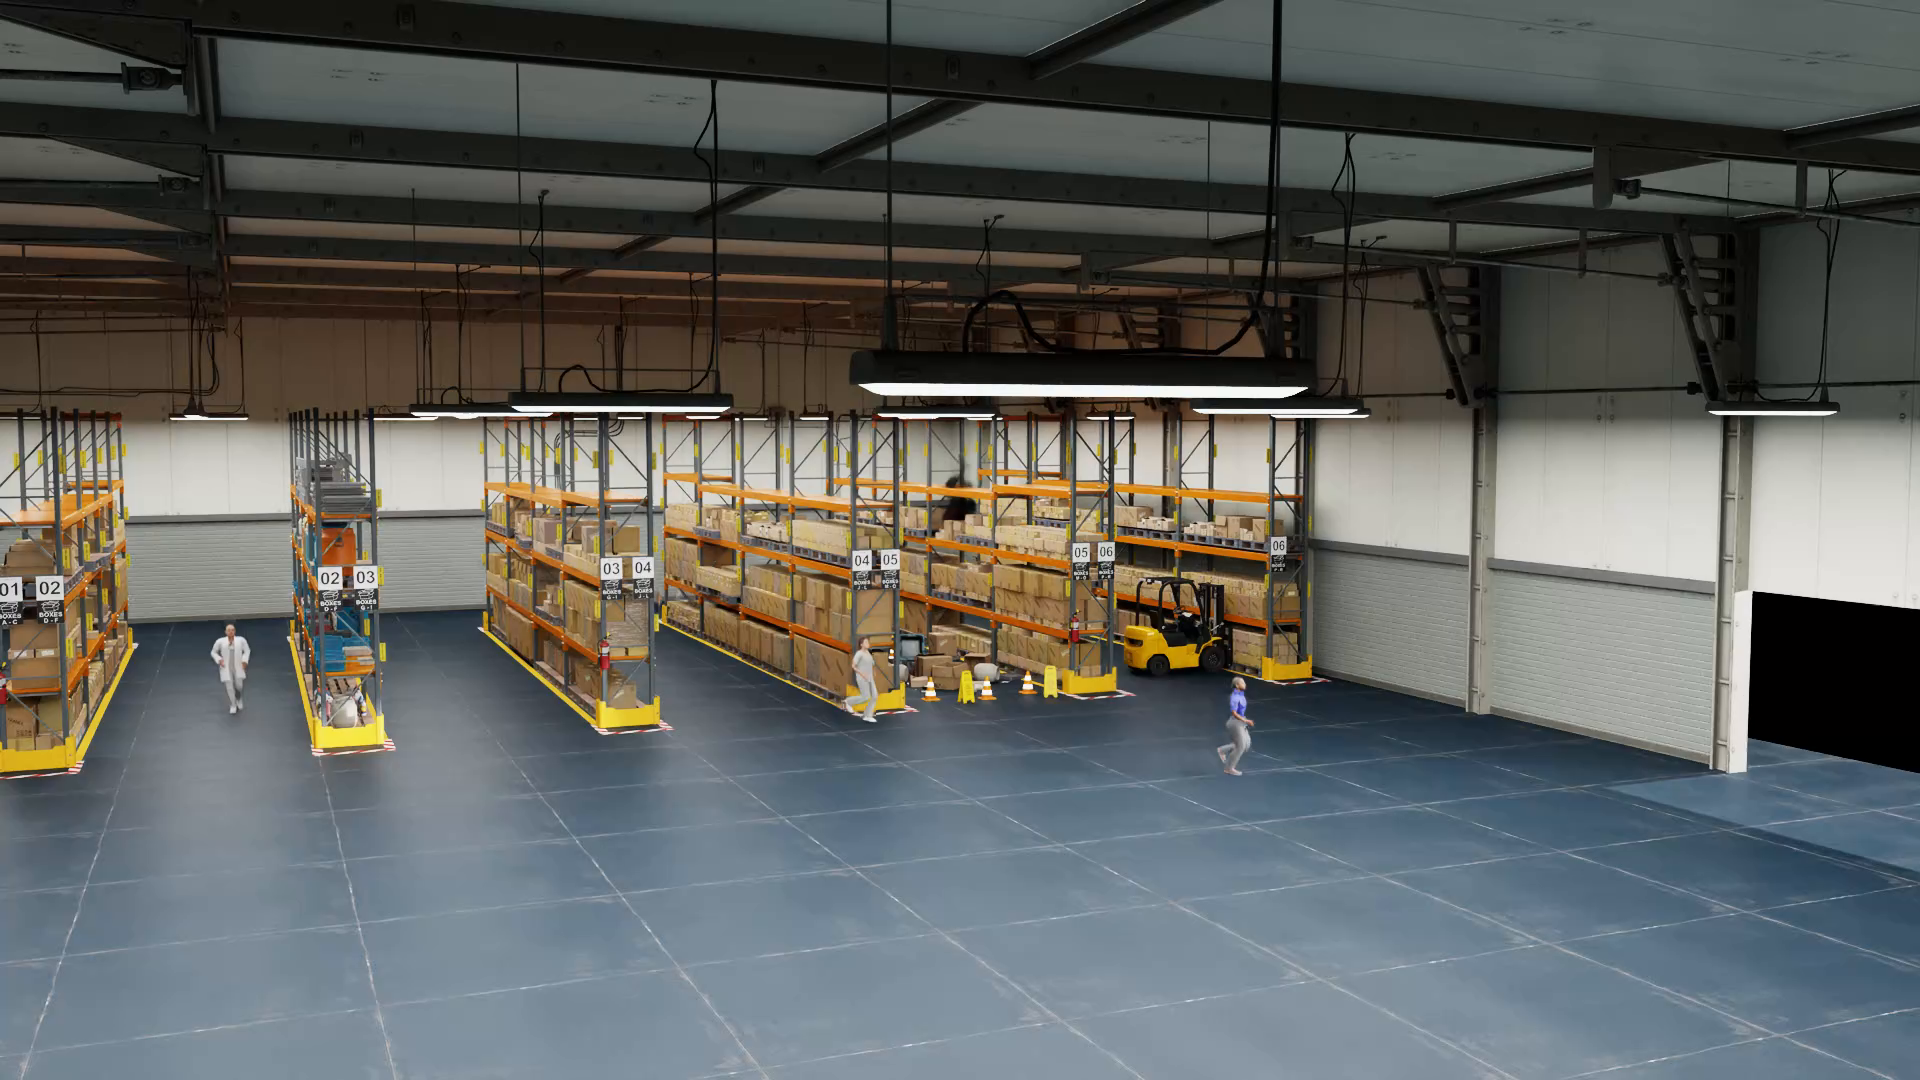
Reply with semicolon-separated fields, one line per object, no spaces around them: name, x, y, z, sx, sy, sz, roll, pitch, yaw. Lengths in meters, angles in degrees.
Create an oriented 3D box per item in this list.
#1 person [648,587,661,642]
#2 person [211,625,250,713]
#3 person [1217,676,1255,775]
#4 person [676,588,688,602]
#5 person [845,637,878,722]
person;-8.209;1.842;44.023;0.615;1.648;0.838;-2;4;-21
person;-14.420;2.548;32.896;0.716;1.743;0.630;-2;4;-26
person;4.510;3.024;27.158;0.631;1.617;0.589;1;4;18
person;-8.202;1.411;49.400;0.514;1.729;0.727;0;4;0
person;-1.875;2.674;32.040;0.720;1.641;0.578;3;5;32
